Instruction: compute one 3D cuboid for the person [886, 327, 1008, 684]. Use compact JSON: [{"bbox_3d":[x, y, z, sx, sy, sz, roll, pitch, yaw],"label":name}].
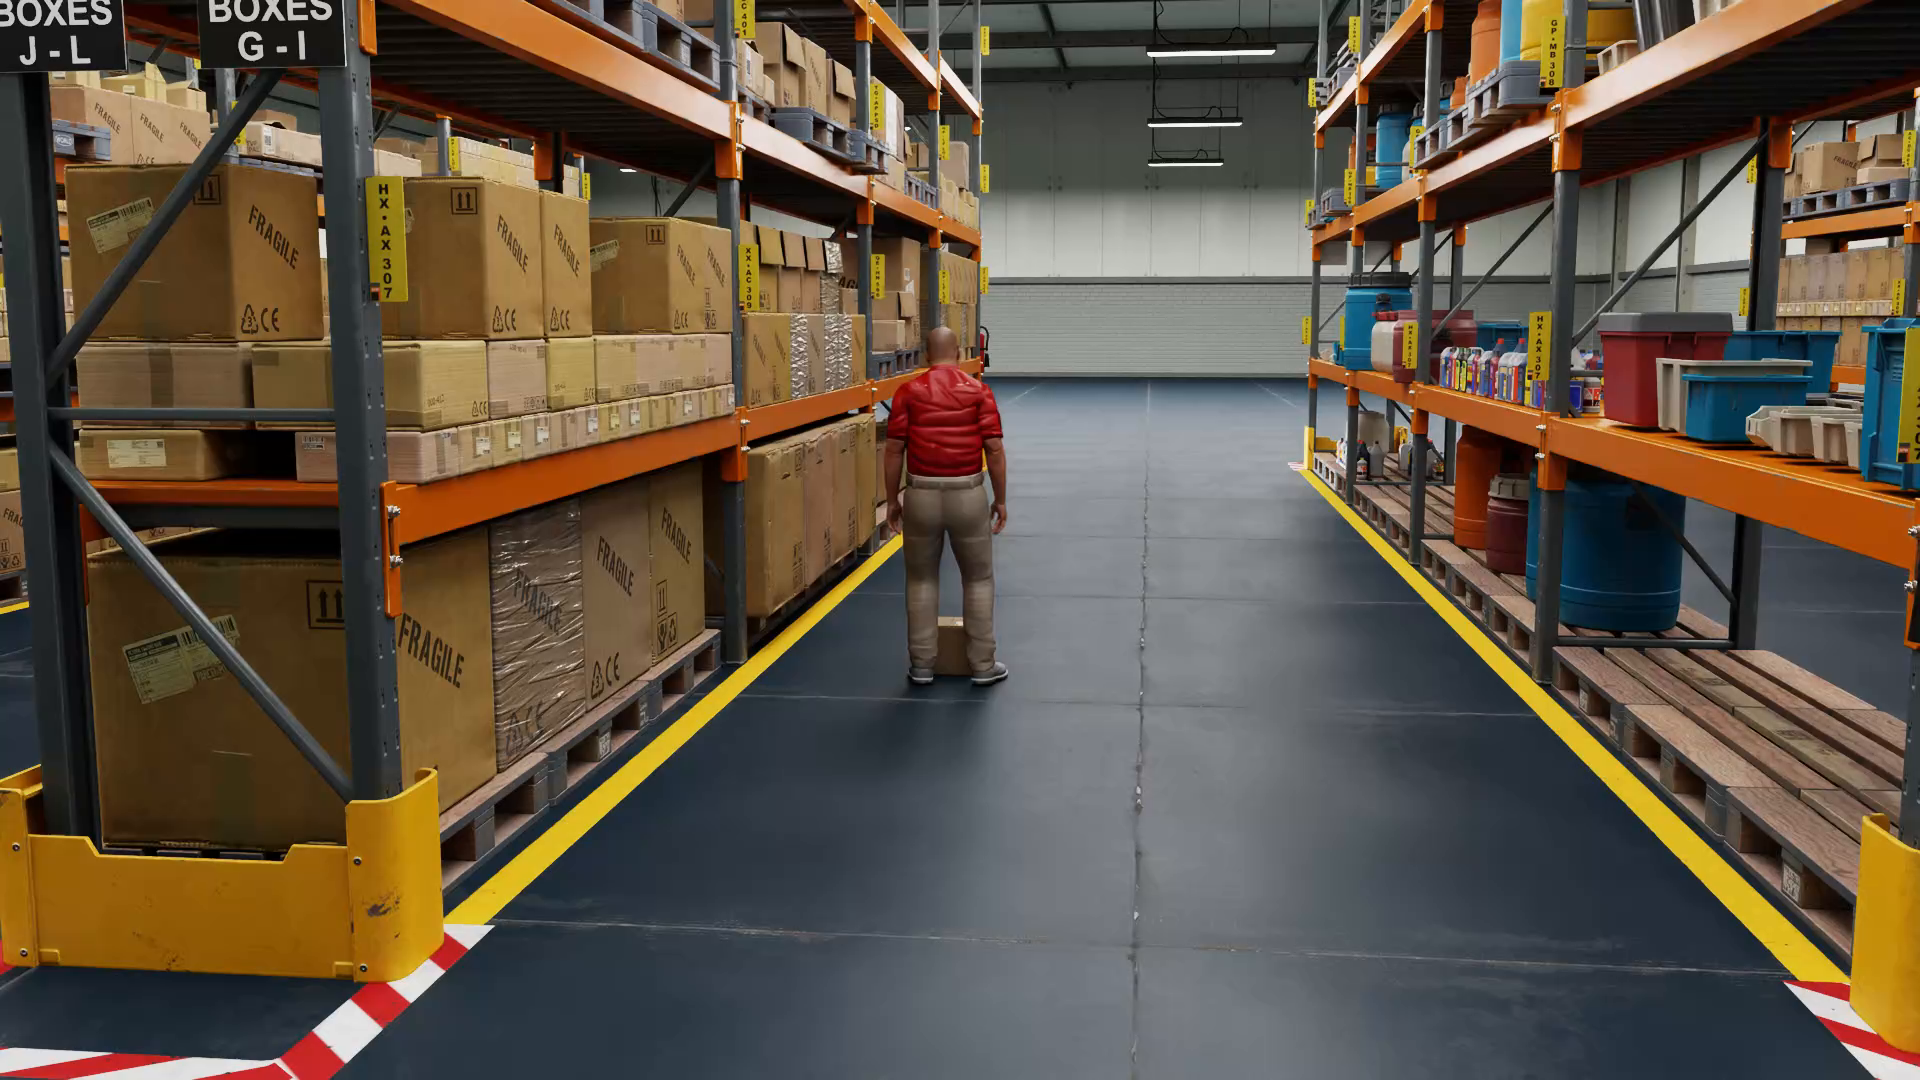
[{"bbox_3d":[-0.062,-0.164,8.085,0.586,1.727,0.390,1,8,6],"label":"person"}]
